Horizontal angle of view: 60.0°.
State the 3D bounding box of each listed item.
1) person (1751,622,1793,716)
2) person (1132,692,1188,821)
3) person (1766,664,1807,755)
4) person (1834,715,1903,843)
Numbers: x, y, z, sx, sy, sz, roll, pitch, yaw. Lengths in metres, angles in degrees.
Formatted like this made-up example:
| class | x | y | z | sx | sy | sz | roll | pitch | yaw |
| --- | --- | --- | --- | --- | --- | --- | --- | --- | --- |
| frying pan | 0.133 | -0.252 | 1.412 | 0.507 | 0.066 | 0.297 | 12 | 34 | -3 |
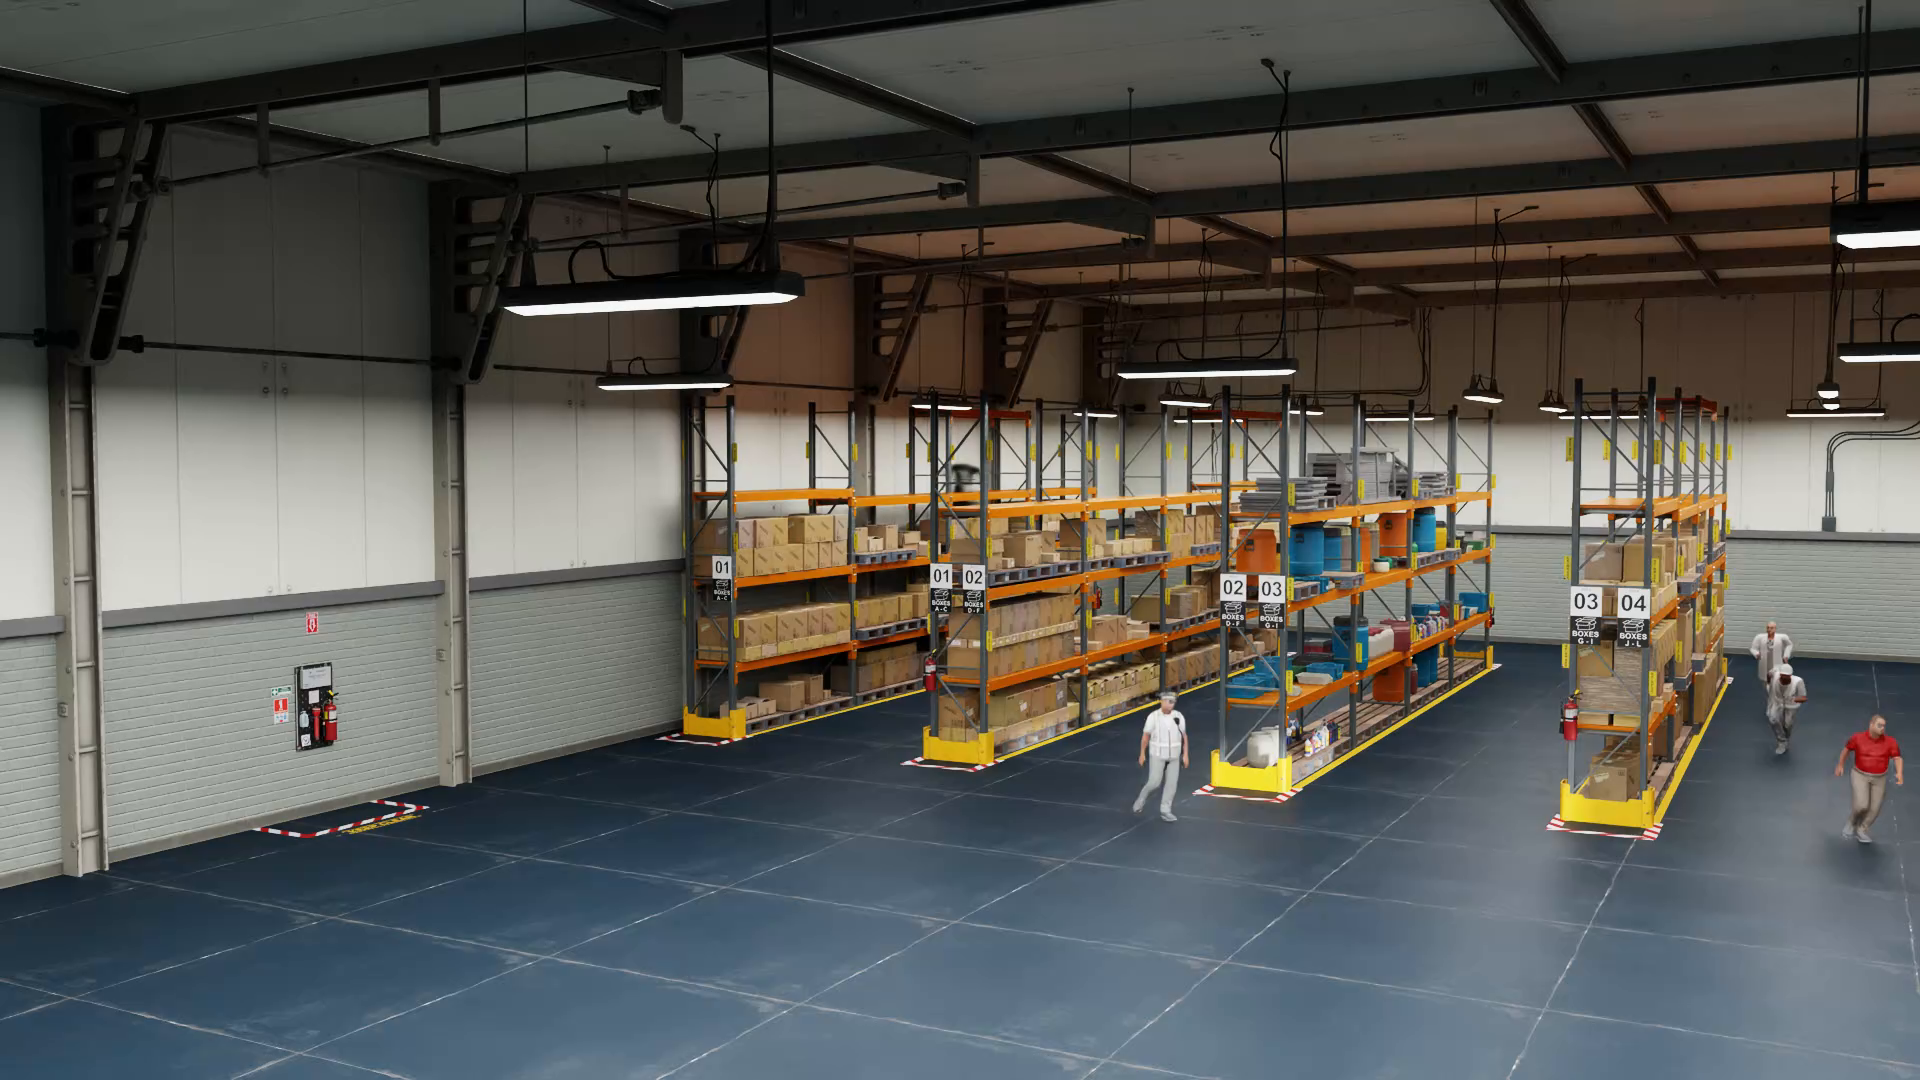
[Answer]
| class | x | y | z | sx | sy | sz | roll | pitch | yaw |
| --- | --- | --- | --- | --- | --- | --- | --- | --- | --- |
| person | 15.511 | 2.441 | 31.798 | 0.701 | 1.750 | 1.103 | 2 | 4 | 34 |
| person | 2.725 | 2.927 | 22.662 | 0.686 | 1.759 | 0.594 | -1 | 3 | -14 |
| person | 13.754 | 2.785 | 27.693 | 0.678 | 1.547 | 1.182 | 2 | 4 | 33 |
| person | 11.589 | 3.042 | 21.124 | 0.643 | 1.672 | 0.840 | 1 | 3 | 10 |
